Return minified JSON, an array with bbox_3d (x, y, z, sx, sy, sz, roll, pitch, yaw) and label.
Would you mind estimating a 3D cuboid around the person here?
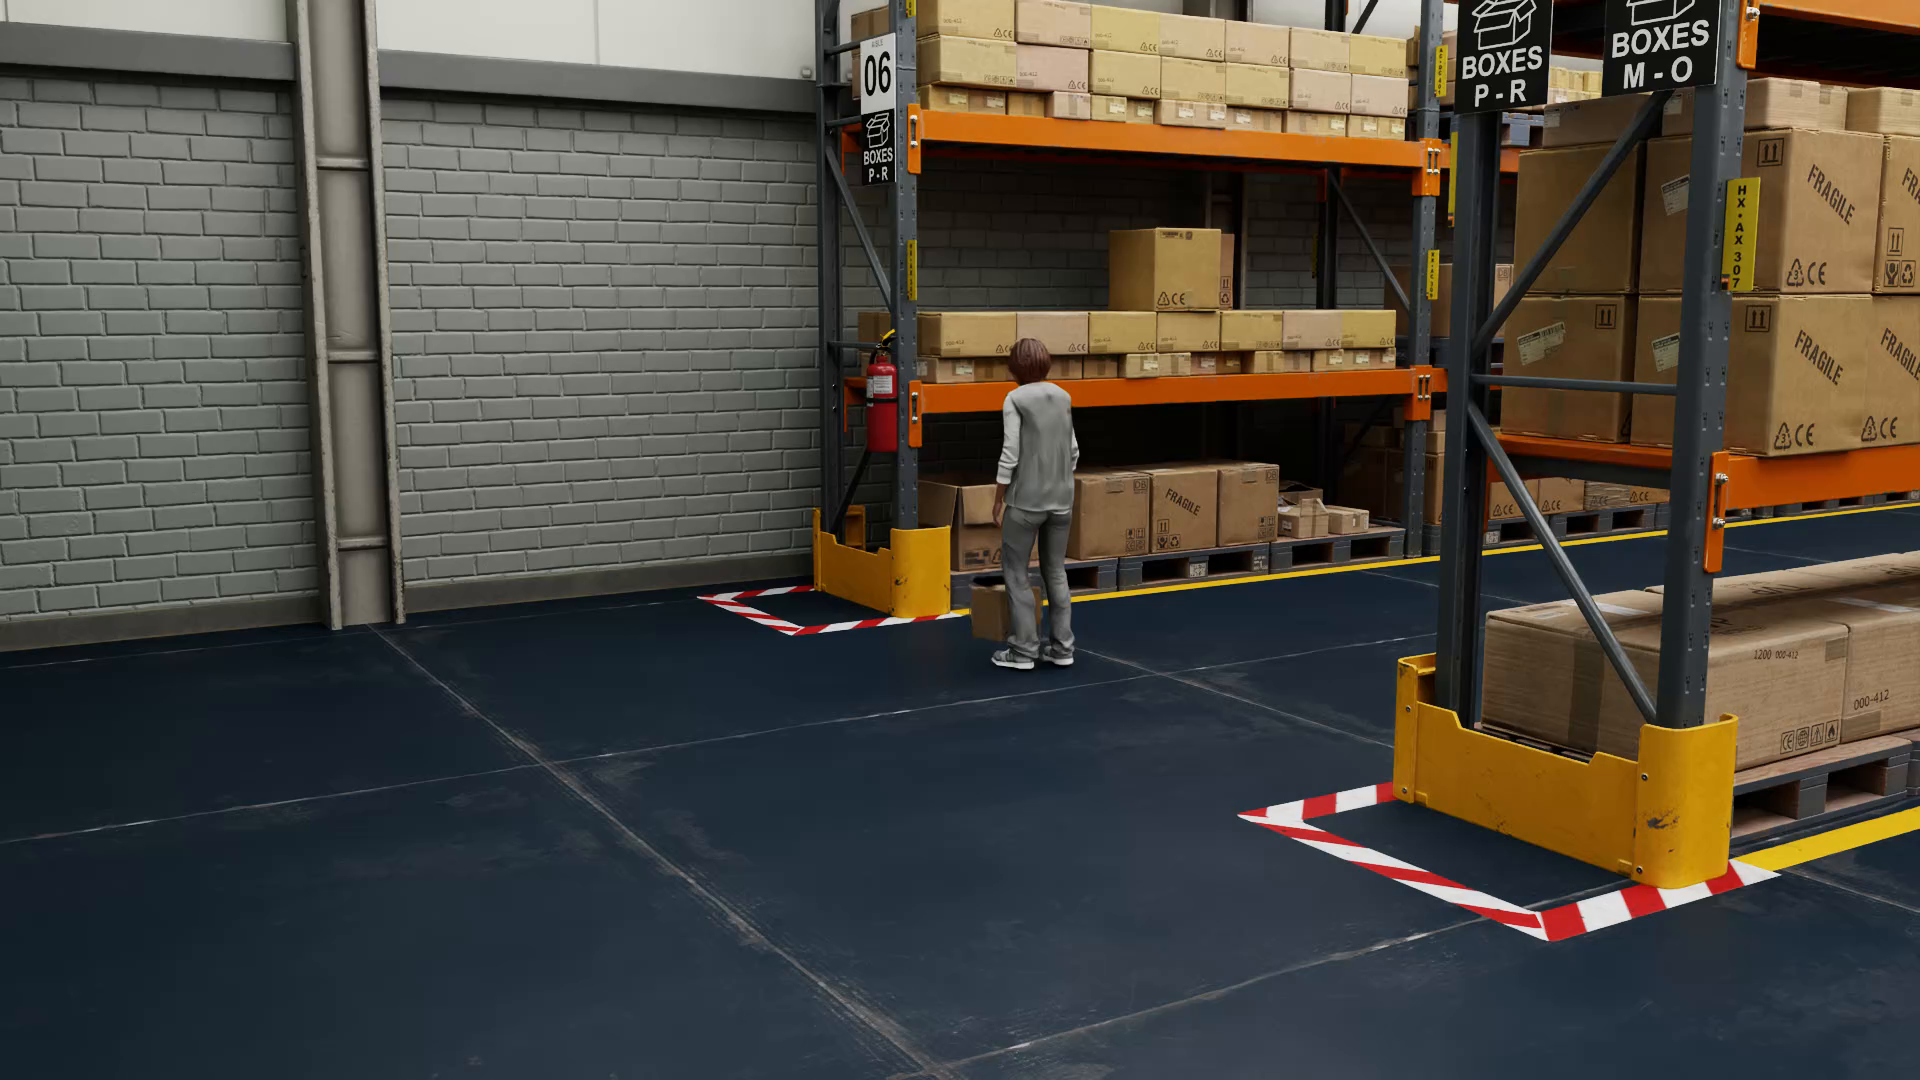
[{"bbox_3d":[0.358,-0.168,8.009,0.458,1.595,0.374,-5,10,-33],"label":"person"}]
